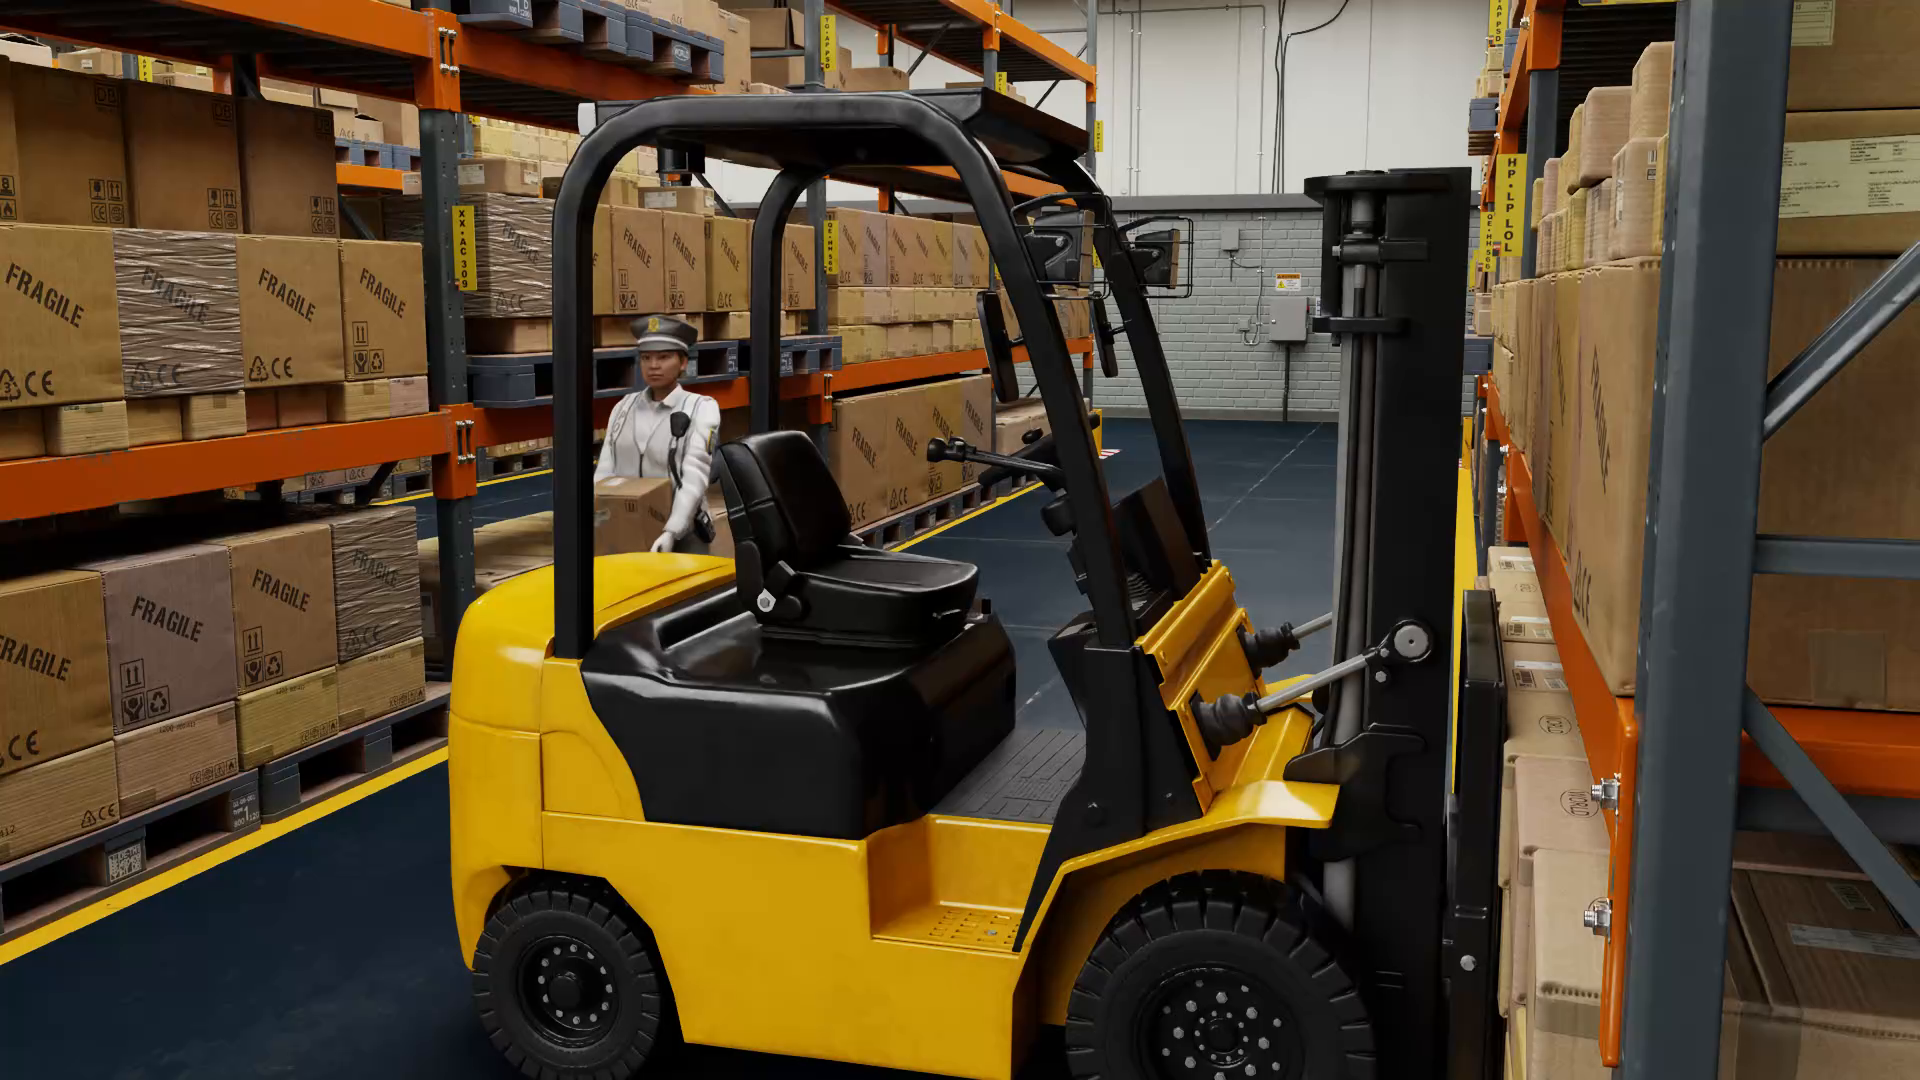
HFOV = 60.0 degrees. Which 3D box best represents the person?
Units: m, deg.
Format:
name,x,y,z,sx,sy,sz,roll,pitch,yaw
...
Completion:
name,x,y,z,sx,sy,sz,roll,pitch,yaw
person,-1.108,0.043,5.979,0.435,1.691,0.526,2,9,16
